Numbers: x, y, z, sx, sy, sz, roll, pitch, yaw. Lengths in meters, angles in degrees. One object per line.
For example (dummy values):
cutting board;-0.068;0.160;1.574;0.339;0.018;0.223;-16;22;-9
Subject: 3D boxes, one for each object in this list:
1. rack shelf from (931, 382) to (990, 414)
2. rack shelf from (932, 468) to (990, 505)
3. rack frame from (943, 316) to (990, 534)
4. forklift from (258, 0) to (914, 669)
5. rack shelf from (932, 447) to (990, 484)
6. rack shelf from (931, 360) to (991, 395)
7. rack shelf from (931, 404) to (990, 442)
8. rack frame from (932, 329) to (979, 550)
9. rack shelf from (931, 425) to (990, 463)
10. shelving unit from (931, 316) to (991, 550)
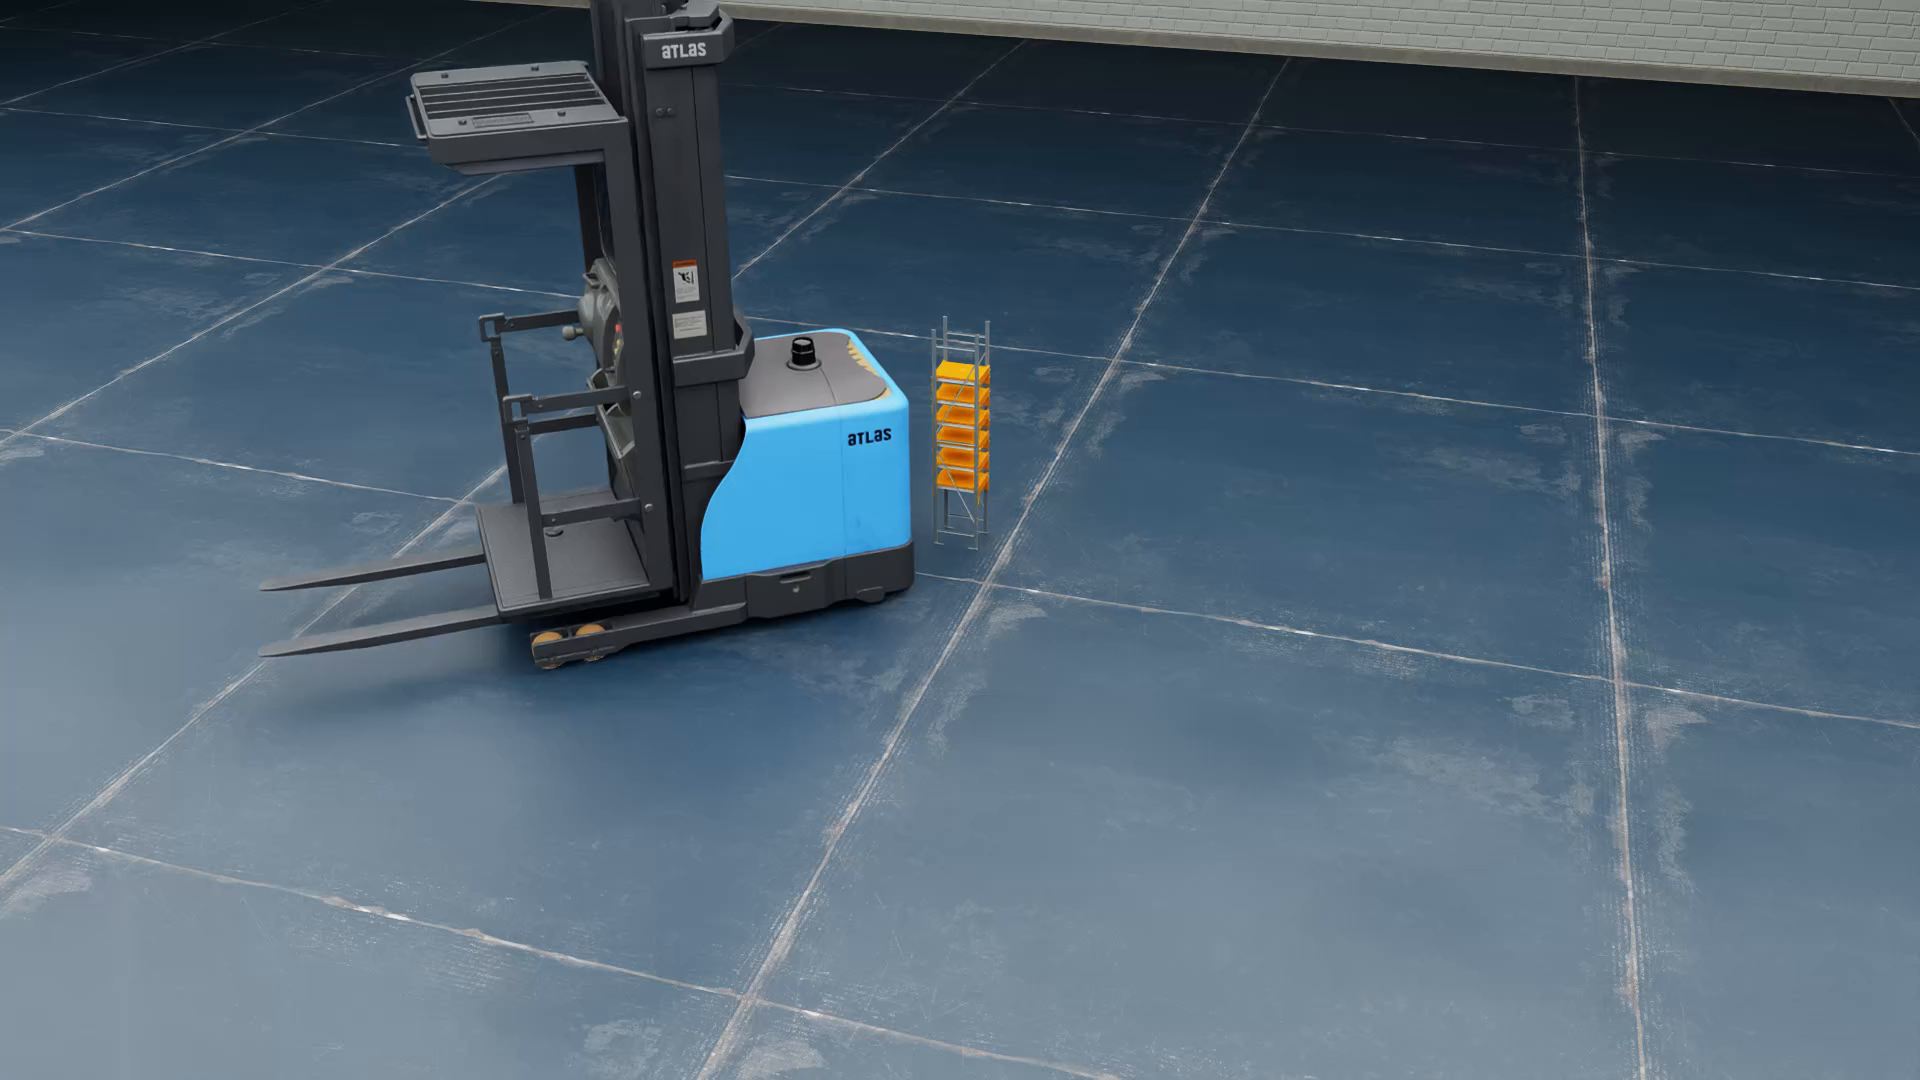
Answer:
rack shelf;0.004;-0.702;8.375;0.258;0.103;0.180;8;30;15
rack shelf;0.004;-0.282;8.609;0.258;0.103;0.180;8;30;15
rack frame;0.031;-0.574;8.547;0.240;1.200;0.006;8;30;15
forklift;-1.800;-0.976;7.490;3.031;2.935;1.130;-10;31;-17
rack shelf;0.004;-0.387;8.550;0.258;0.103;0.180;8;30;15
rack shelf;0.004;-0.807;8.317;0.258;0.103;0.180;8;30;15
rack shelf;0.004;-0.597;8.434;0.258;0.103;0.180;8;30;15
rack frame;-0.023;-0.489;8.394;0.240;1.200;0.006;8;30;15
rack shelf;0.004;-0.492;8.492;0.258;0.103;0.180;8;30;15
shelving unit;0.004;-0.531;8.470;0.258;1.200;0.189;8;30;15
